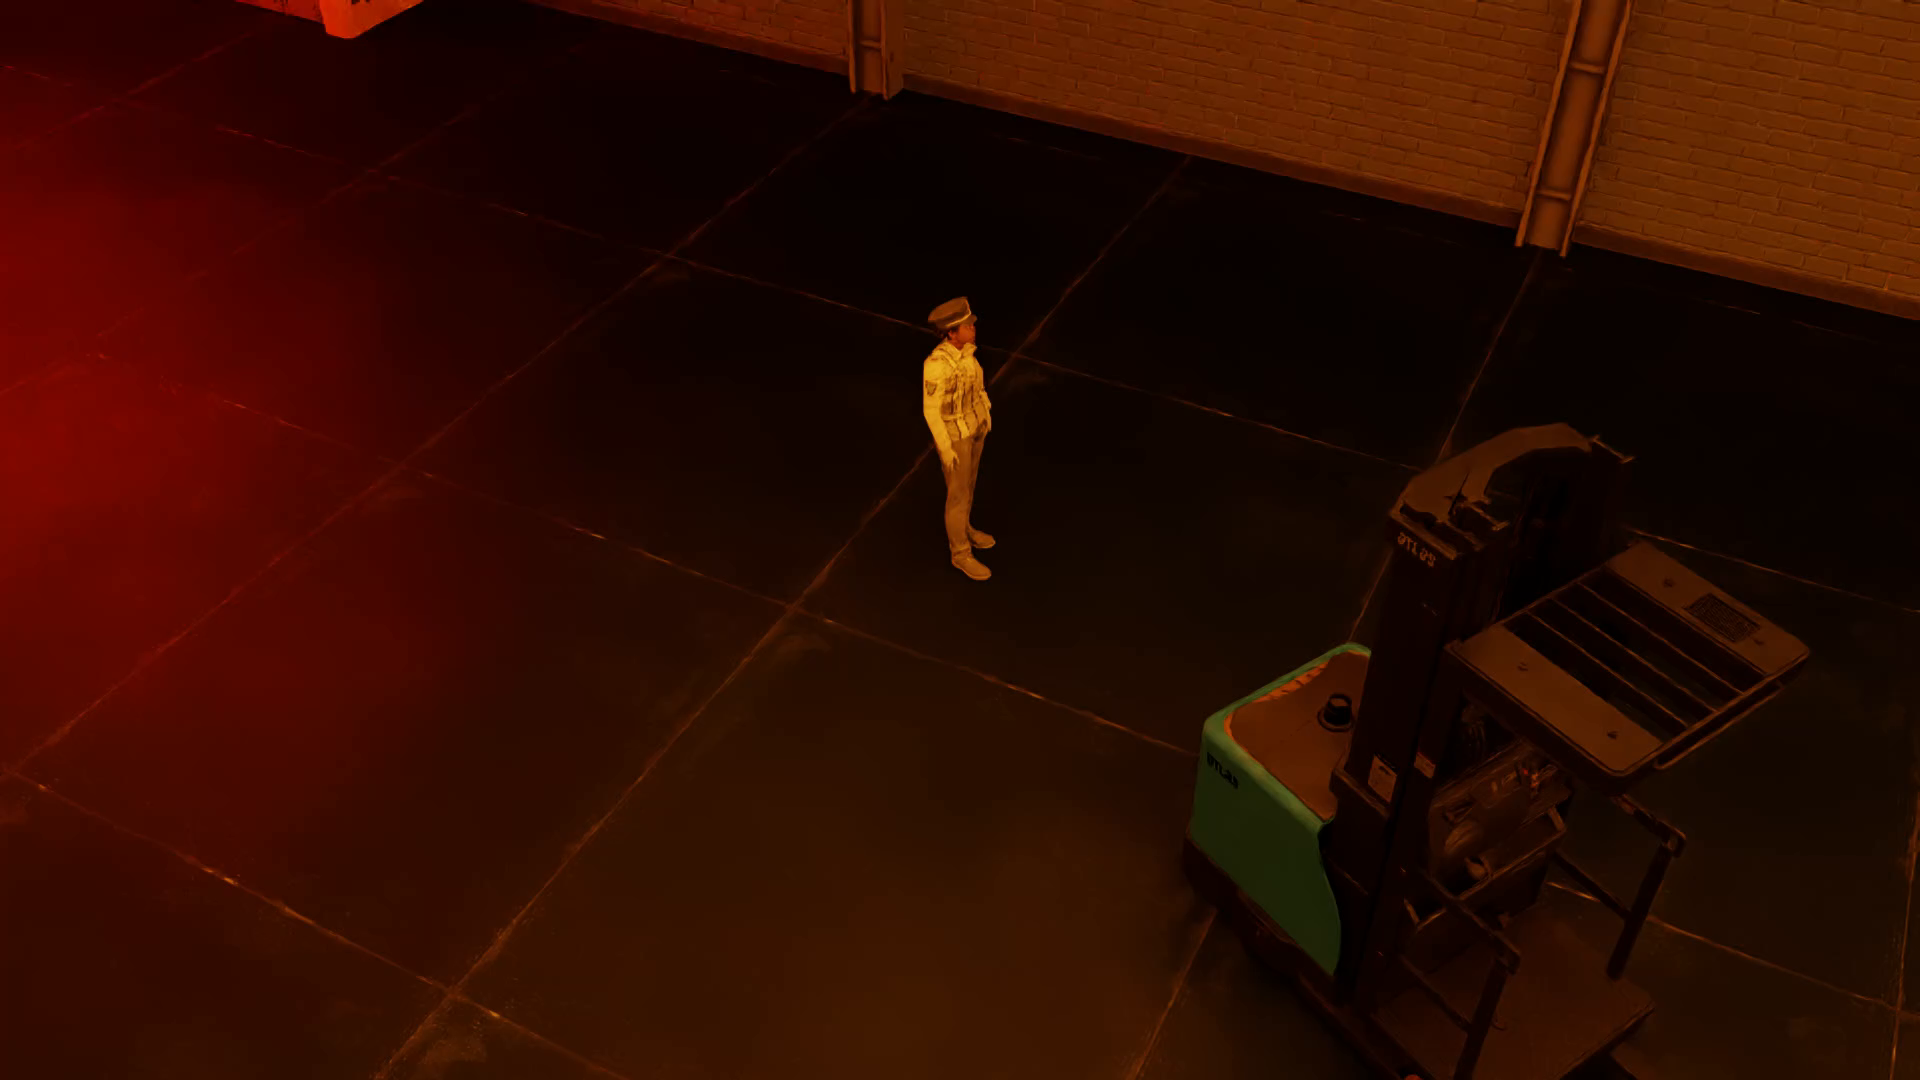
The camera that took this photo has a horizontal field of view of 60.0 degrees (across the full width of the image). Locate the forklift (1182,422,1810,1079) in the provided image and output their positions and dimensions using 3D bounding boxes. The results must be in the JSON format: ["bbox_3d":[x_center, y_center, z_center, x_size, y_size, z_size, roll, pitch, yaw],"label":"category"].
[{"bbox_3d":[2.347,1.130,6.644,1.130,2.935,3.031,-24,46,-26],"label":"forklift"}]

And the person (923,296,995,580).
[{"bbox_3d":[0.057,-0.630,9.682,0.533,1.695,0.586,18,43,21],"label":"person"}]
